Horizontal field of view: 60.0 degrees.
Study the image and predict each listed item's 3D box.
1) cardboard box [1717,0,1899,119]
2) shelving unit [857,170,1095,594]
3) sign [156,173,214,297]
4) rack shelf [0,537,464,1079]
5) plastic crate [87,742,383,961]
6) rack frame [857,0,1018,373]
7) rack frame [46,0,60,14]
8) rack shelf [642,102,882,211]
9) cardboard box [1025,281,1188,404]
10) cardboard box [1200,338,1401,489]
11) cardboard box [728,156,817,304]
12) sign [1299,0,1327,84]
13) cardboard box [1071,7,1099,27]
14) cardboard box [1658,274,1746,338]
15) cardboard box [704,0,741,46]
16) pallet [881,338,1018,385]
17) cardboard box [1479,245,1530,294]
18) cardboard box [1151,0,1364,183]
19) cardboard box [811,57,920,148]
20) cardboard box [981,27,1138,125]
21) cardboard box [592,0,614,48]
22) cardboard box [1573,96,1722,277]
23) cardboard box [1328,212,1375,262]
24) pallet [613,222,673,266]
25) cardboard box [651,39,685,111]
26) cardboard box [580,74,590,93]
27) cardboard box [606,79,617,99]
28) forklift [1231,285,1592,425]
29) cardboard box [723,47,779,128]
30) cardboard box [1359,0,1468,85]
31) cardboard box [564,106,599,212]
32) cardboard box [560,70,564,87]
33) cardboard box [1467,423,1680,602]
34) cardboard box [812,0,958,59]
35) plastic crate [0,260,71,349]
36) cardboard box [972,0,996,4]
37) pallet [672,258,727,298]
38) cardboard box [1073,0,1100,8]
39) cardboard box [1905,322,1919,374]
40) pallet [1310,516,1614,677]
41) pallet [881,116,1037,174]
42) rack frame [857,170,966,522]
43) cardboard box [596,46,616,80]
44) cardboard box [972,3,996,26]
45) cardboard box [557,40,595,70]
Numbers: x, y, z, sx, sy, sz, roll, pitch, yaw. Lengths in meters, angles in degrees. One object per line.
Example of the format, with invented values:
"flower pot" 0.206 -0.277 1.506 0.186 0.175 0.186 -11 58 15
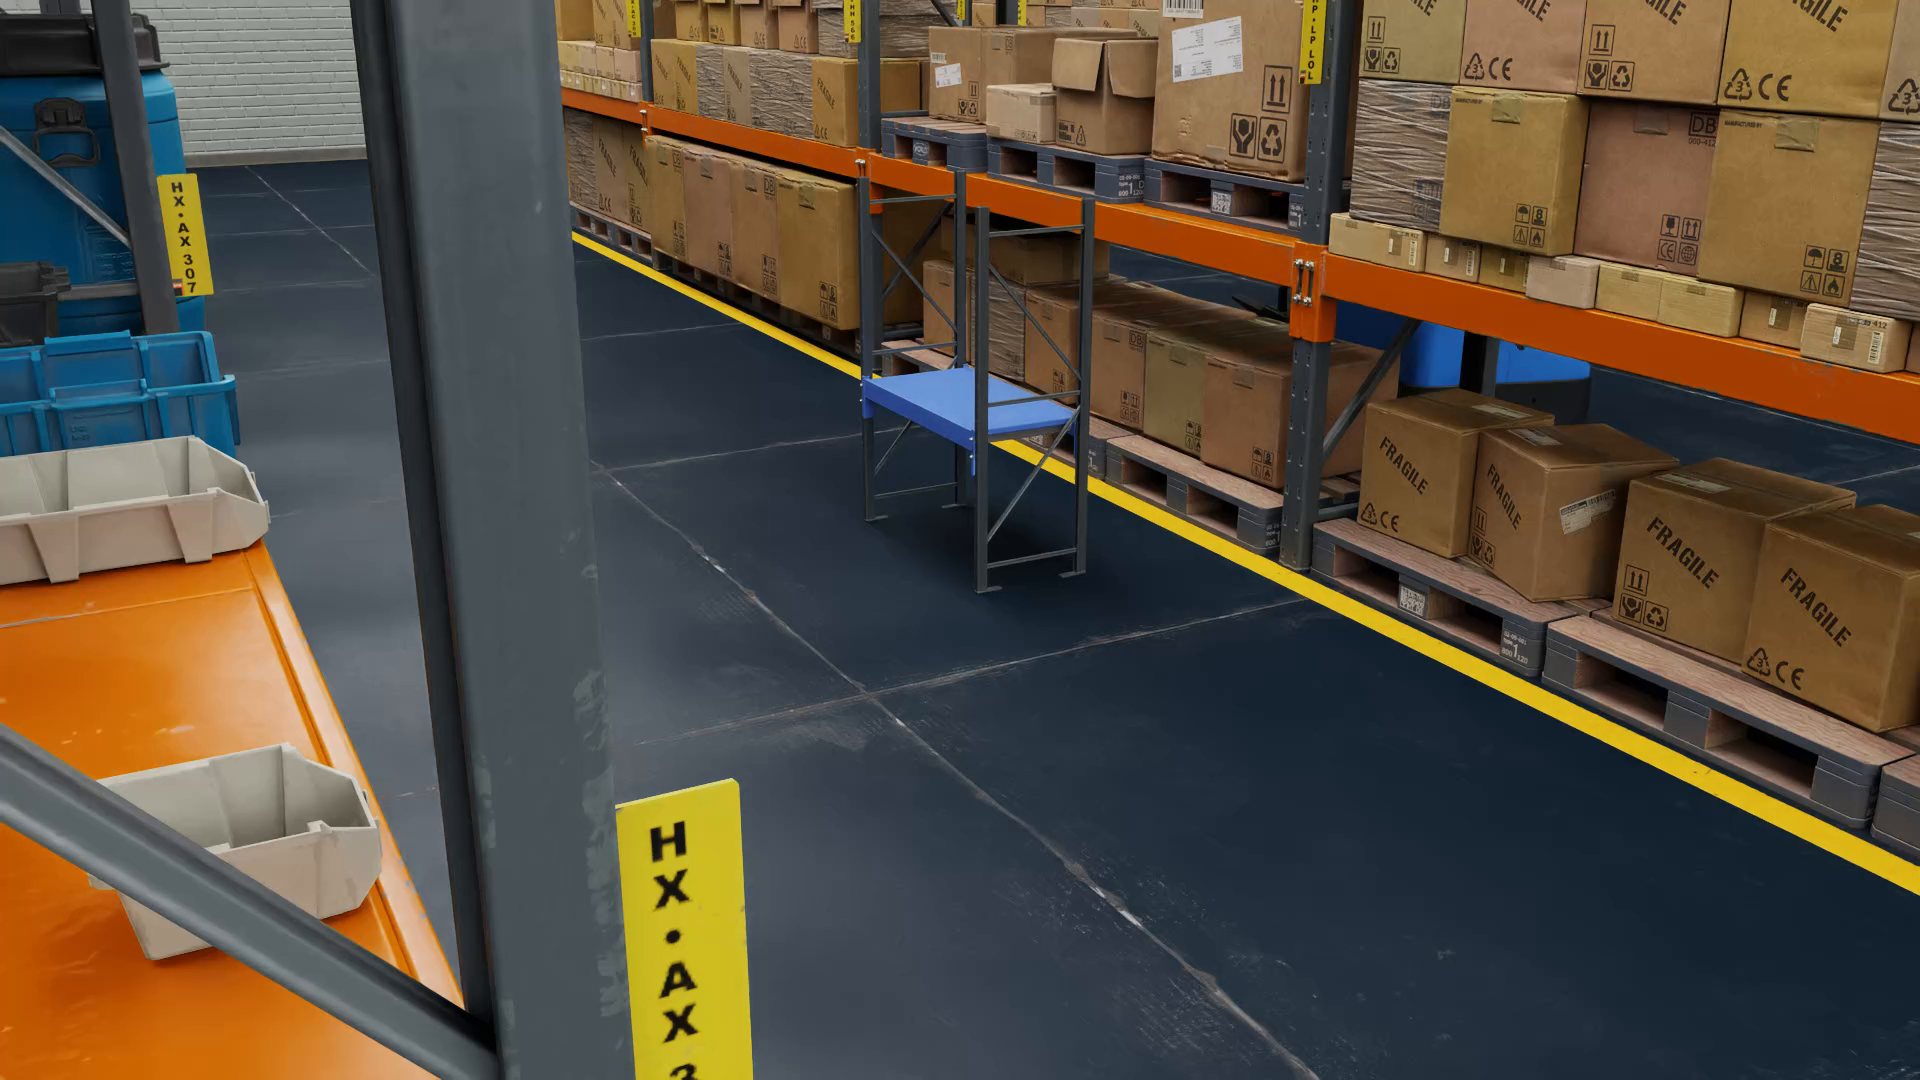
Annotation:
"cardboard box" 2.490 -1.439 4.562 0.500 0.500 0.500 -10 21 -27
"shelving unit" 0.041 -0.684 6.816 0.538 1.500 1.048 -10 21 -27
"sign" -2.092 -0.822 4.490 0.100 0.325 0.005 -10 21 -27
"rack shelf" -1.632 0.305 2.751 1.077 0.370 4.000 -10 21 -27
"plastic crate" -0.824 0.357 1.902 0.298 0.136 0.250 -10 21 -27
"rack frame" -0.122 -2.524 9.848 1.000 3.000 0.127 -10 21 -27
"rack frame" -6.381 -2.905 10.953 1.000 3.000 0.127 -10 21 -27
"rack shelf" -1.072 -2.758 11.629 1.077 0.370 4.000 -10 21 -27
"cardboard box" 0.763 -1.042 8.712 0.700 0.500 0.500 -8 21 -22
"cardboard box" 1.504 -0.582 7.377 0.700 0.500 0.500 -12 22 -31
"cardboard box" -0.848 -2.177 11.455 1.225 0.875 0.875 -10 21 -26
"sign" 1.290 -1.836 6.080 0.100 0.325 0.005 -10 21 -27
"cardboard box" 1.432 -4.987 16.376 0.500 0.500 0.500 -10 21 -27
"cardboard box" 2.339 -0.720 5.006 0.380 0.149 0.250 -10 21 -27
"cardboard box" -1.396 -3.813 11.892 0.797 0.503 0.637 -10 21 -26
"pallet" 0.247 -0.982 9.652 1.003 0.211 1.213 -10 21 -27
"cardboard box" 1.992 -0.937 5.635 0.380 0.149 0.250 -10 21 -27
"cardboard box" 1.523 -2.108 7.078 1.000 1.000 1.000 -10 21 -26
"cardboard box" -0.575 -2.675 10.131 0.500 0.500 0.500 -9 21 -25
"cardboard box" 0.522 -2.476 8.913 0.700 0.500 0.500 -7 20 -19
"cardboard box" -2.710 -4.332 13.711 0.500 0.500 0.500 -10 21 -26
"cardboard box" 2.469 -1.148 5.251 0.875 0.500 0.500 -10 21 -27
"cardboard box" 1.614 -1.149 6.248 0.380 0.149 0.250 -10 21 -27
"pallet" -2.314 -2.585 14.299 1.003 0.211 1.213 -10 21 -27
"cardboard box" -2.023 -3.549 12.665 0.500 0.500 0.500 -10 21 -26
"cardboard box" -3.065 -3.959 14.393 0.380 0.149 0.250 -10 22 -28
"cardboard box" -2.699 -3.738 13.751 0.380 0.149 0.250 -10 22 -28
"forklift" 2.480 -2.374 9.519 1.130 2.935 3.031 -4 19 -12
"cardboard box" -1.297 -3.114 11.403 0.500 0.500 0.500 -10 21 -26
"cardboard box" 1.767 -1.868 5.804 0.500 0.500 0.500 -10 21 -27
"cardboard box" -3.115 -3.582 15.528 0.875 0.875 0.875 -10 21 -27
"cardboard box" -3.430 -4.180 15.033 0.380 0.149 0.250 -10 22 -27
"cardboard box" 2.210 -0.109 6.036 0.500 0.500 0.500 -3 19 -9
"cardboard box" -0.455 -3.258 10.284 0.797 0.503 0.637 -9 21 -25
"plastic crate" -2.445 -0.410 3.815 0.767 0.338 0.504 -10 21 -27
"cardboard box" 0.471 -6.051 17.926 0.500 0.500 0.500 -10 21 -27
"pallet" -1.589 -2.145 13.023 1.003 0.211 1.213 -10 21 -27
"cardboard box" 1.449 -5.462 16.220 0.500 0.500 0.500 -9 21 -25
"cardboard box" 2.752 -0.515 4.411 0.380 0.149 0.250 -10 21 -27
"pallet" 2.127 0.129 6.433 1.003 0.211 1.213 -10 21 -27
"pallet" 0.310 -2.246 9.335 1.213 0.211 1.003 -10 21 -27
"rack frame" -0.201 -0.830 7.239 0.500 1.500 0.032 -10 21 -27
"cardboard box" -2.710 -3.977 13.831 0.500 0.250 0.500 -9 21 -25
"cardboard box" 0.462 -5.576 18.084 0.500 0.500 0.500 -9 21 -24
"cardboard box" -3.443 -4.418 15.110 0.500 0.250 0.500 -11 22 -28
